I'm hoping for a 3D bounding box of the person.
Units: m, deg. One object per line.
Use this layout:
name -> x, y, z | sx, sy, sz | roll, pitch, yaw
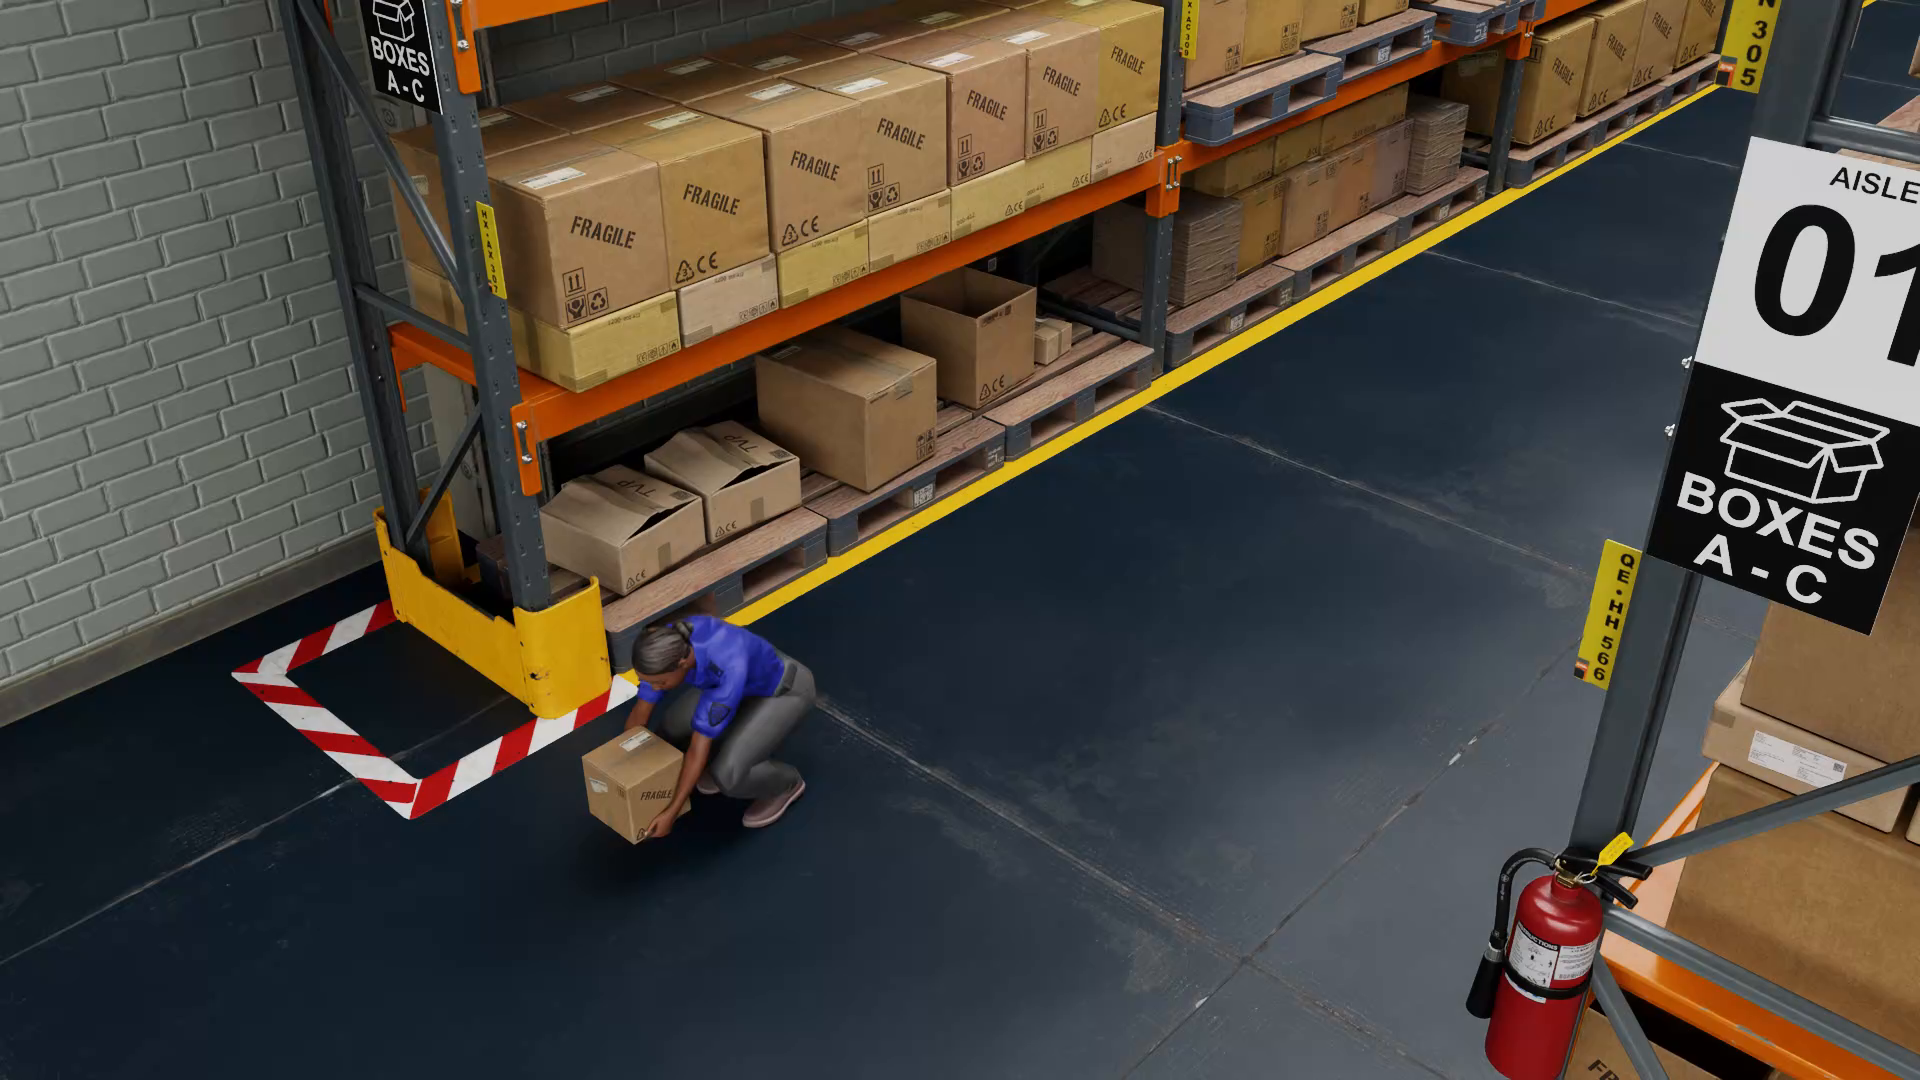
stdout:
person -> -0.878, 0.599, 5.857 | 0.462, 0.948, 0.837 | 26, 40, 36
